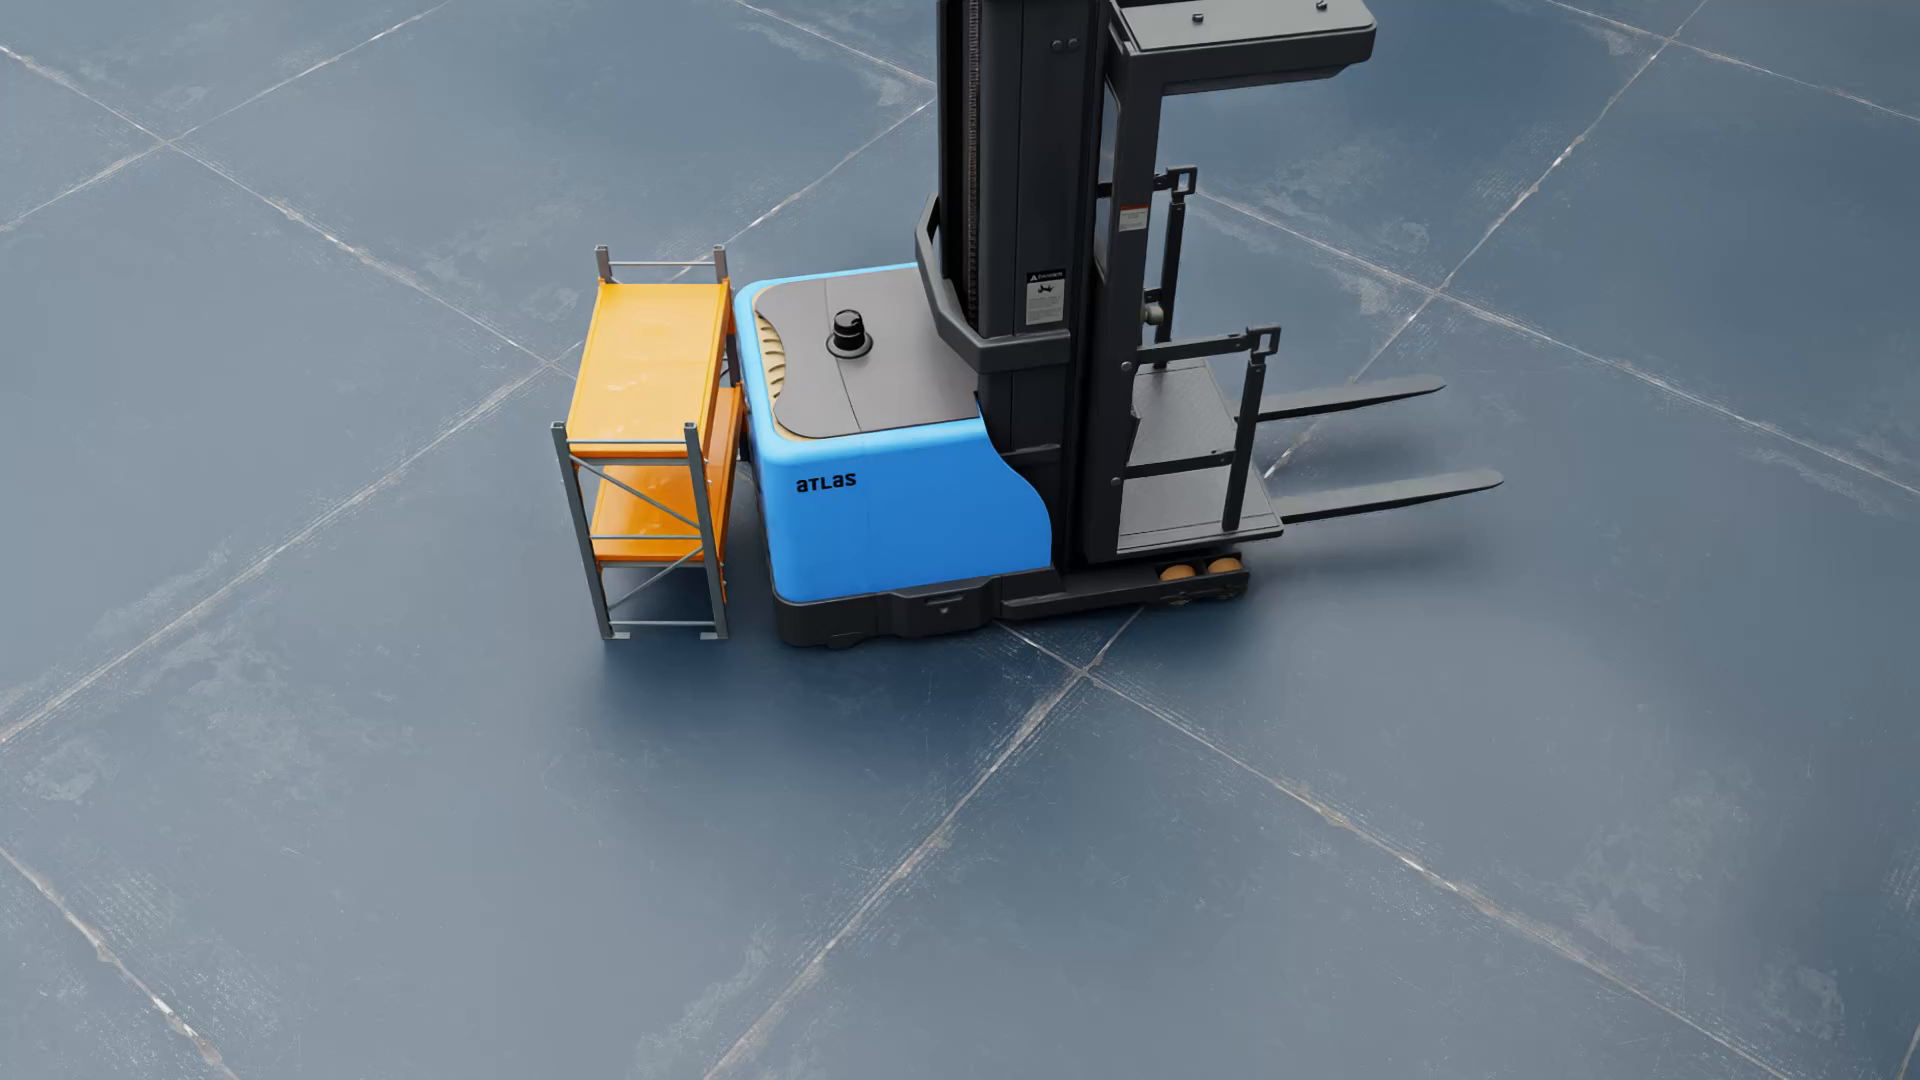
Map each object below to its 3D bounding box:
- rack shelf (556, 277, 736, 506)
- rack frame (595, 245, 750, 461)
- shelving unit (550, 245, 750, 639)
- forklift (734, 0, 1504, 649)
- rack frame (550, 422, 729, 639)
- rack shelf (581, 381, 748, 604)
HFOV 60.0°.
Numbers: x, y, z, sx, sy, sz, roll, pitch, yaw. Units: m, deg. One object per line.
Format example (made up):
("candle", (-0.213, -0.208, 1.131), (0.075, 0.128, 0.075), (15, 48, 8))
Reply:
("rack shelf", (-1.162, -0.579, 6.285), (0.538, 0.278, 1.000), (0, 46, 0))
("rack frame", (-1.162, -0.744, 6.848), (0.500, 1.125, 0.032), (0, 46, 0))
("shelving unit", (-1.162, -0.376, 6.496), (0.538, 1.125, 1.048), (0, 46, 0))
("forklift", (0.692, -1.123, 5.960), (3.031, 2.935, 1.130), (-8, 47, -8))
("rack frame", (-1.161, -0.009, 6.145), (0.500, 1.125, 0.032), (0, 46, 0))
("rack shelf", (-1.162, -0.208, 6.673), (0.538, 0.278, 1.000), (0, 46, 0))
